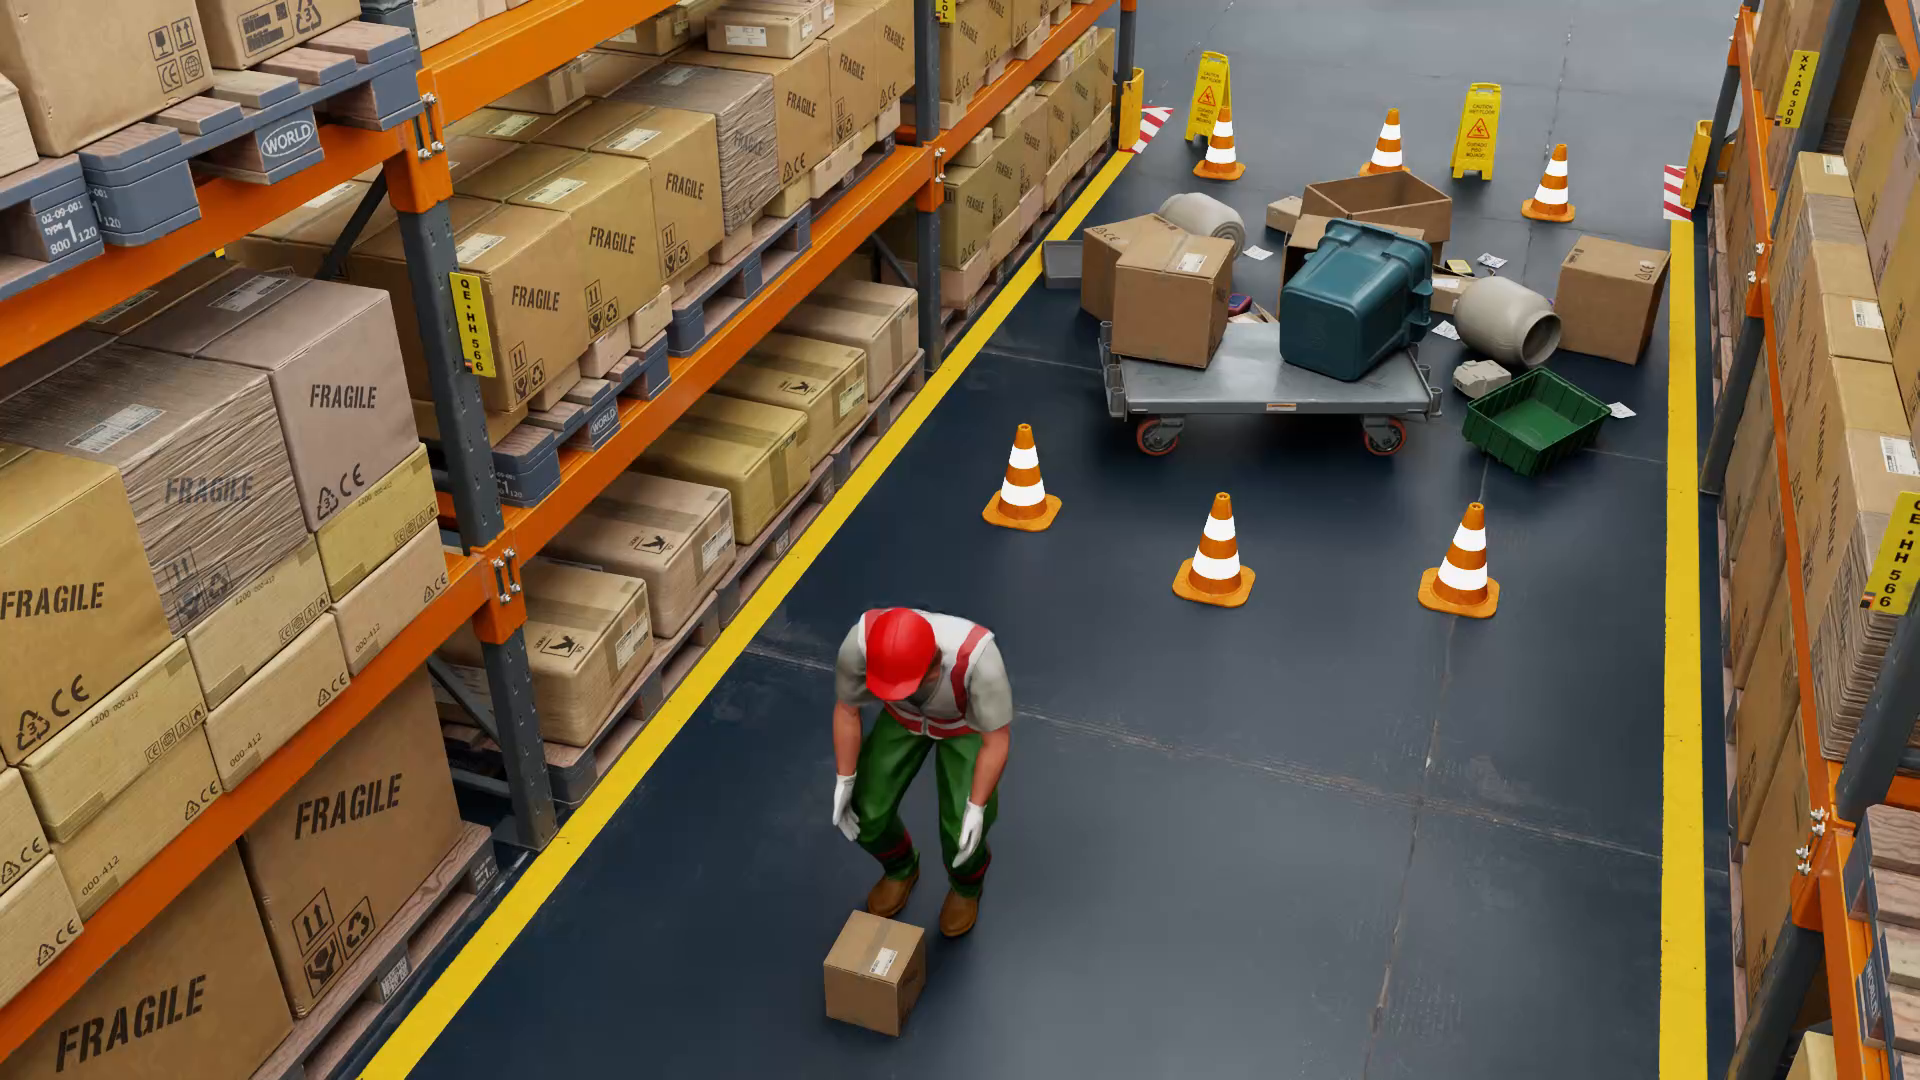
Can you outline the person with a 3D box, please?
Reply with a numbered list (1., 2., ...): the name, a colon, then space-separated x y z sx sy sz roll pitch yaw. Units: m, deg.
1. person: -0.096 0.697 5.363 0.583 1.442 0.750 11 35 17
